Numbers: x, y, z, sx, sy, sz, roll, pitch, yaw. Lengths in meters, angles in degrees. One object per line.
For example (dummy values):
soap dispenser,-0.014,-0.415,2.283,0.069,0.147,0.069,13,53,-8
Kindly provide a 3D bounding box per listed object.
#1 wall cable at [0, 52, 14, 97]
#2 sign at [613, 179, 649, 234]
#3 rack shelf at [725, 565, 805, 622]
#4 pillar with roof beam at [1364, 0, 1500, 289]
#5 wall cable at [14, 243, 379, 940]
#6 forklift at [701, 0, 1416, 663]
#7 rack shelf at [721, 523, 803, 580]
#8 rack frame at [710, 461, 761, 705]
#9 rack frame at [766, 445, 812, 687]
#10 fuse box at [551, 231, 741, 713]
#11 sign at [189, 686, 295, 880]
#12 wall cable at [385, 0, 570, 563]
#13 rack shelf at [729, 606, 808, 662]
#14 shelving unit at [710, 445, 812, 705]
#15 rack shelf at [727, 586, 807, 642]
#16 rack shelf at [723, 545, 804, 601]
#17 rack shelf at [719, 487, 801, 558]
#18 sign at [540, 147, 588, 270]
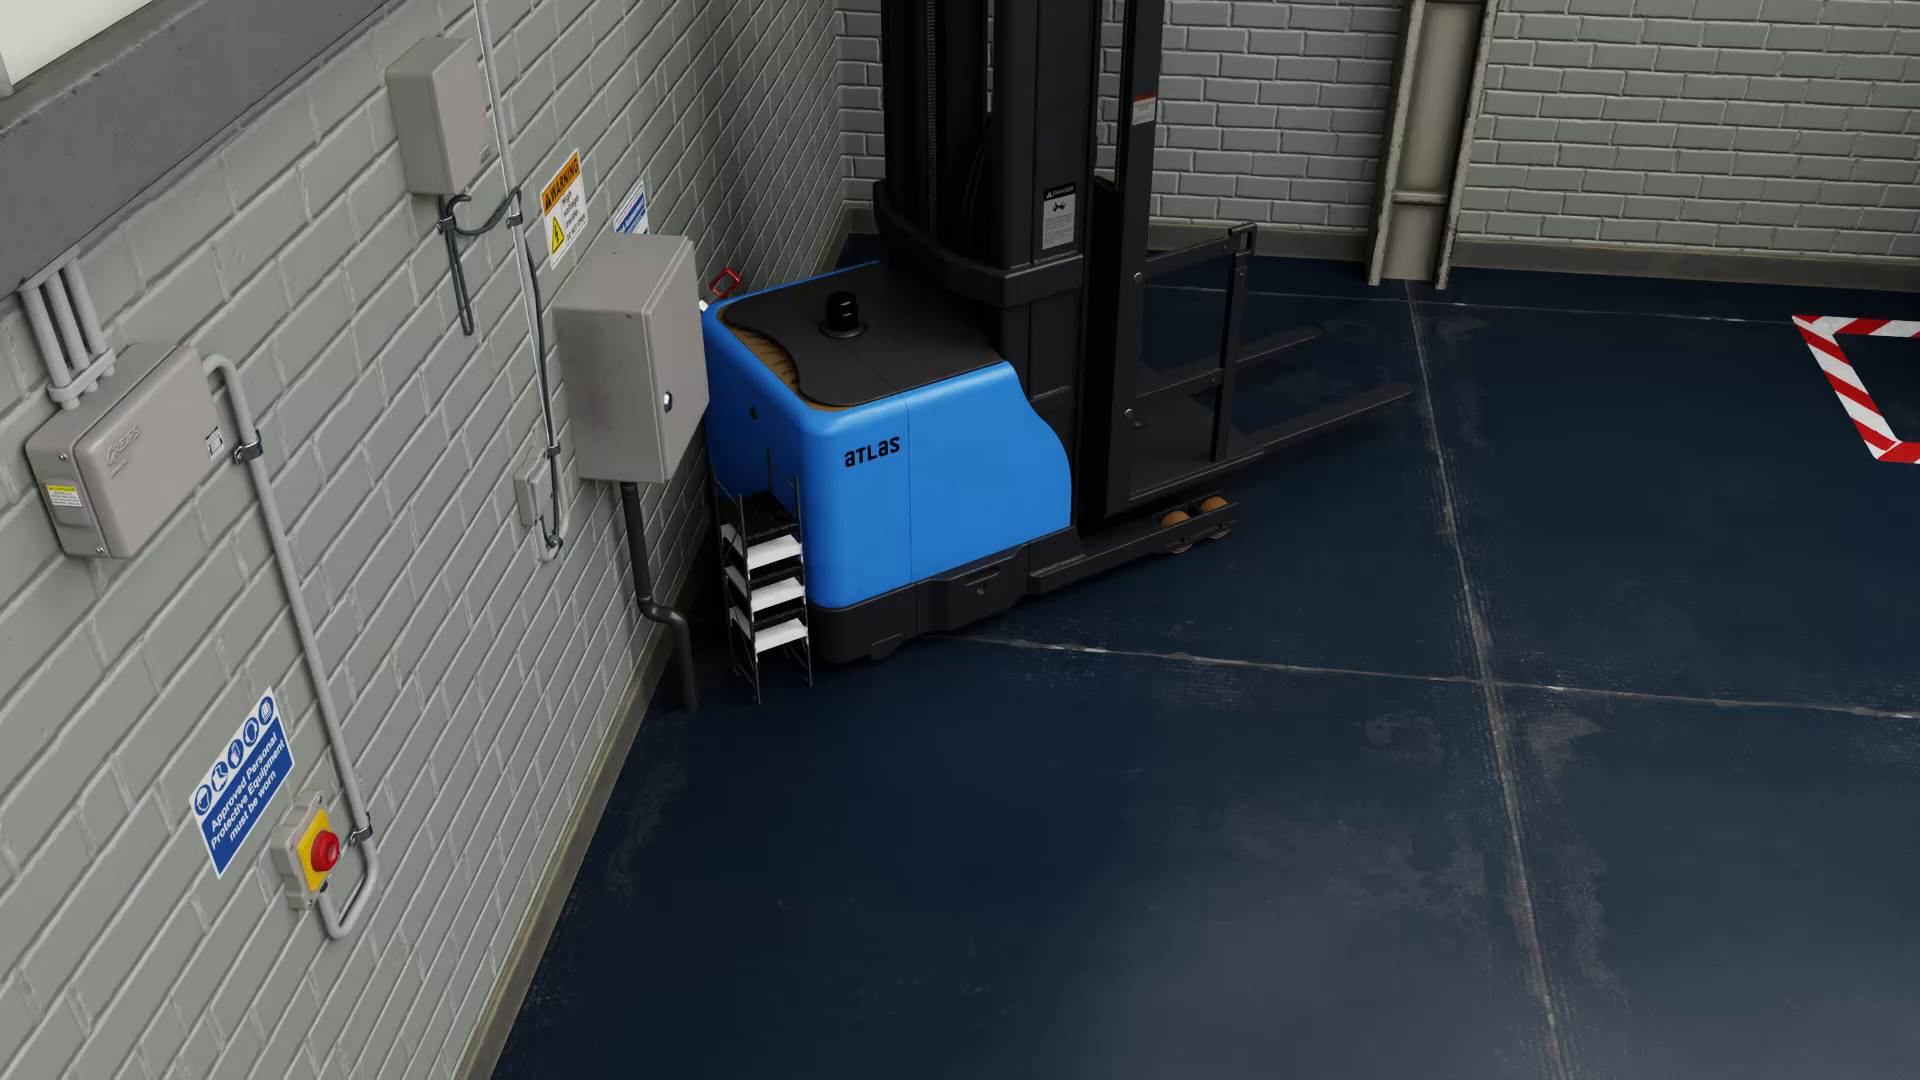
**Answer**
wall cable,-1.422,-1.736,1.437,0.029,3.000,0.463,4,36,6
sign,-1.070,-0.900,5.511,0.001,0.494,0.329,4,36,6
rack shelf,-0.686,0.159,5.810,0.200,0.077,0.258,-19,40,-24
pillar with roof beam,1.776,-2.576,2.614,0.400,9.000,9.100,4,36,6
wall cable,-1.340,0.134,3.078,0.123,1.953,0.585,4,36,6
forklift,0.537,-1.383,6.165,3.031,2.935,1.130,-20,40,-25
rack shelf,-0.686,0.012,5.706,0.200,0.077,0.258,-19,40,-24
rack frame,-0.774,0.161,5.749,0.006,0.900,0.240,-19,40,-24
rack frame,-0.598,0.102,5.832,0.006,0.900,0.240,-19,40,-24
fuse box,-0.928,-0.115,5.438,0.414,1.711,0.539,4,36,6
sign,-1.407,0.474,3.272,0.001,0.218,0.327,4,36,6
wall cable,-1.171,-0.671,4.234,0.122,1.984,0.588,4,36,6
rack shelf,-0.686,0.305,5.915,0.200,0.077,0.258,-19,40,-24
shelving unit,-0.686,0.132,5.791,0.210,0.900,0.258,-19,40,-24
rack shelf,-0.686,0.232,5.862,0.200,0.077,0.258,-19,40,-24
rack shelf,-0.686,0.086,5.758,0.200,0.077,0.258,-19,40,-24
rack shelf,-0.686,-0.061,5.653,0.200,0.077,0.258,-19,40,-24
sign,-1.140,-0.959,4.800,0.001,0.242,0.339,4,36,6
